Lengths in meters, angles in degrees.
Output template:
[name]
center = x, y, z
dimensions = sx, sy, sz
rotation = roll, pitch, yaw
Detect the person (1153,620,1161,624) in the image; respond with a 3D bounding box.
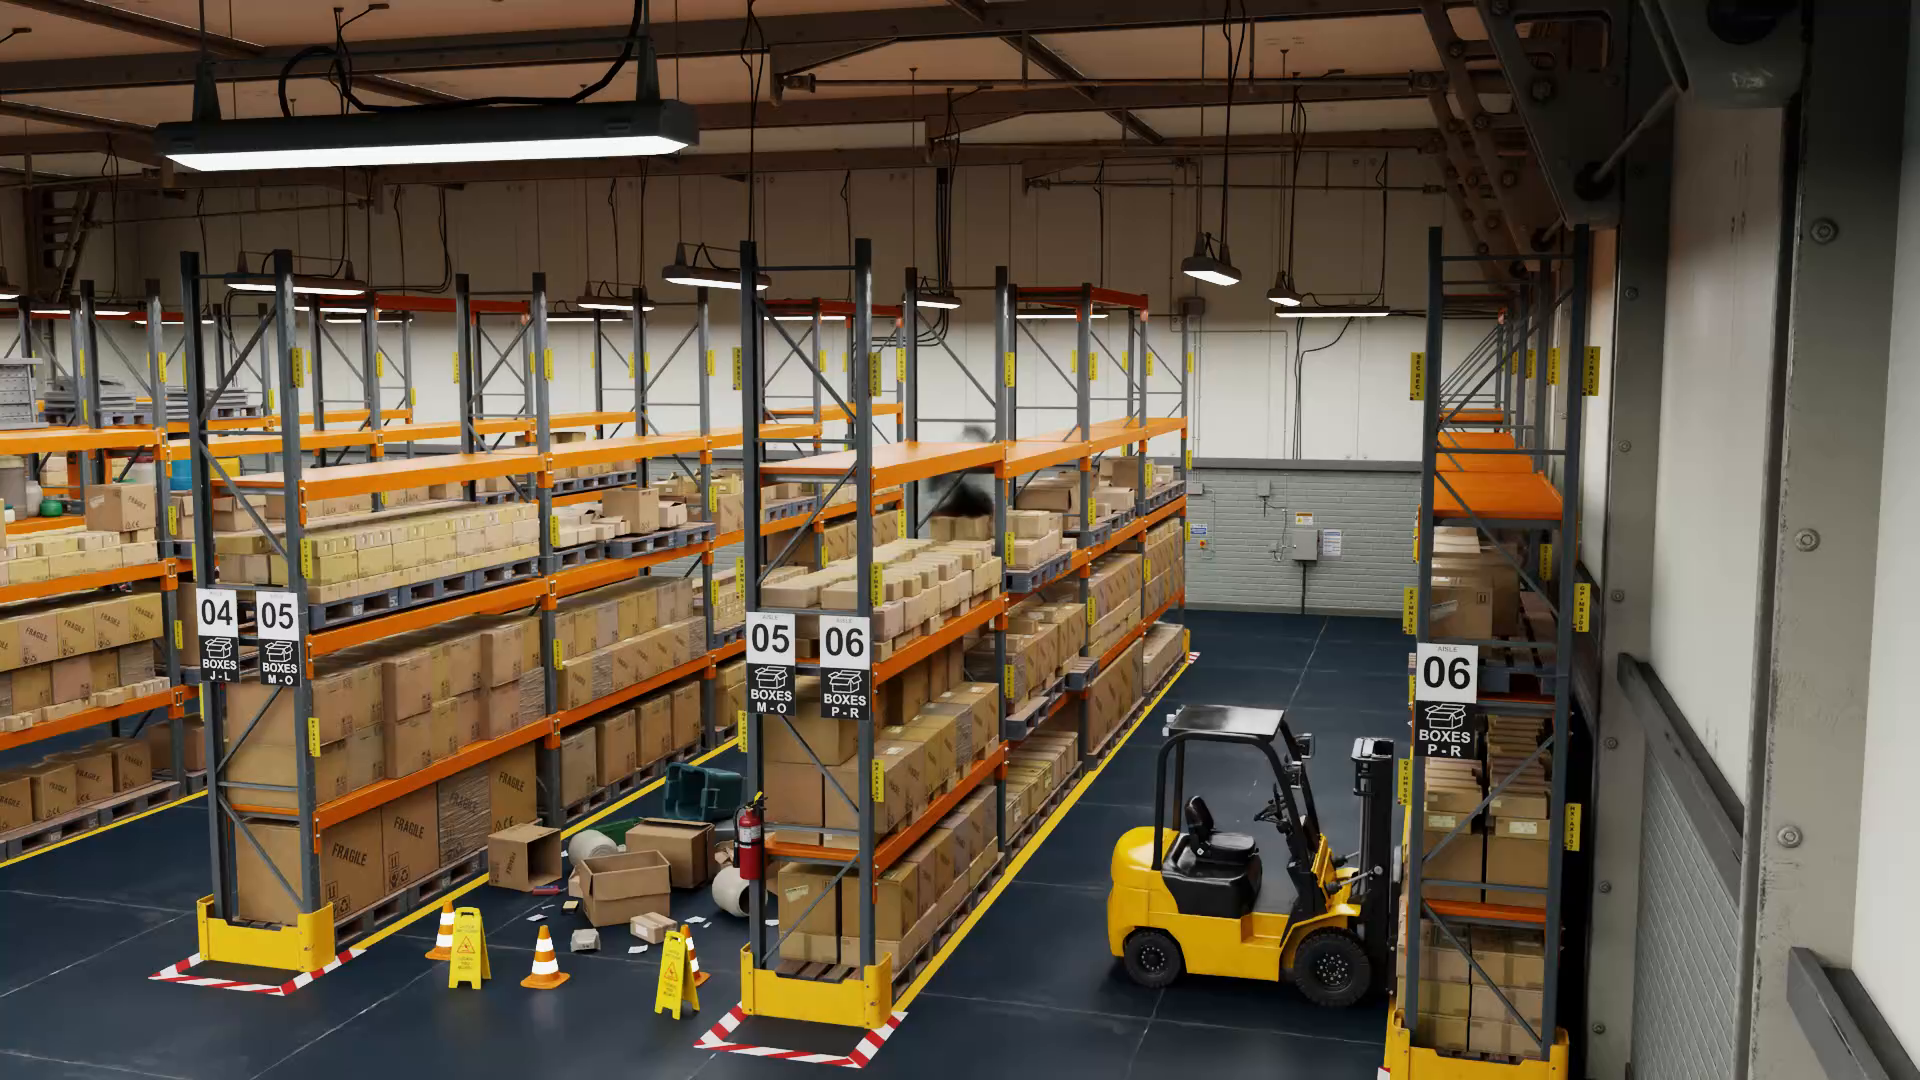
[person]
center = 3.391, 1.021, 29.478
dimensions = 0.661, 1.732, 0.697
rotation = 4, 7, 31
